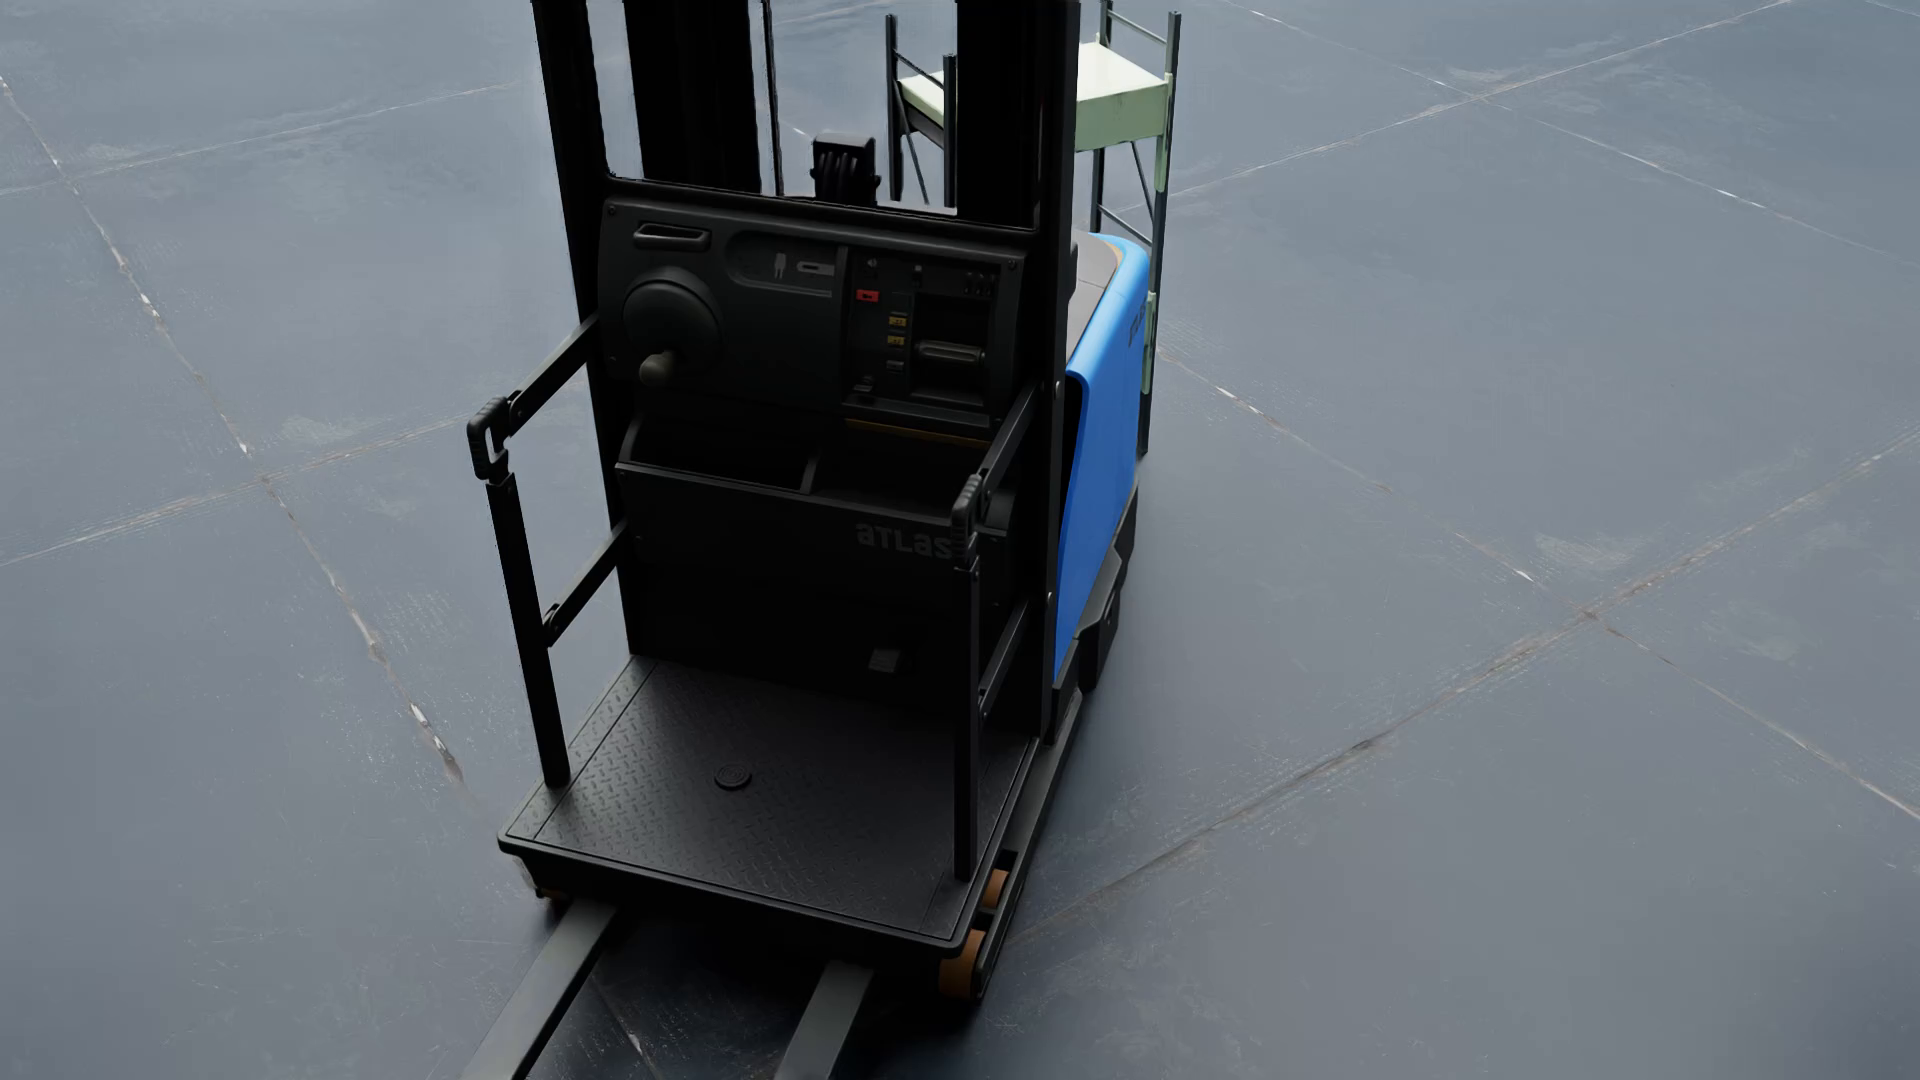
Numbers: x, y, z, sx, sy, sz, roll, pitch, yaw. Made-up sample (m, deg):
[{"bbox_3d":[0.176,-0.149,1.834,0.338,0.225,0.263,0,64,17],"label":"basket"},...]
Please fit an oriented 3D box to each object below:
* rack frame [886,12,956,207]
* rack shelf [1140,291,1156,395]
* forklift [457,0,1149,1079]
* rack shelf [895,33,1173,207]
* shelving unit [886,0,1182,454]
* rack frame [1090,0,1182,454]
[{"bbox_3d":[-0.112,-0.810,5.091,0.023,1.500,0.400,-17,39,-22],"label":"rack frame"},{"bbox_3d":[0.212,-0.644,5.420,0.720,0.370,0.431,-17,39,-22],"label":"rack shelf"},{"bbox_3d":[-0.384,-0.405,3.304,1.130,2.935,3.031,10,37,14],"label":"forklift"},{"bbox_3d":[0.212,-1.226,5.002,0.720,0.370,0.431,-17,39,-22],"label":"rack shelf"},{"bbox_3d":[0.212,-0.909,5.229,0.755,1.500,0.431,-17,39,-22],"label":"shelving unit"},{"bbox_3d":[0.536,-1.008,5.368,0.023,1.500,0.400,-17,39,-22],"label":"rack frame"}]
